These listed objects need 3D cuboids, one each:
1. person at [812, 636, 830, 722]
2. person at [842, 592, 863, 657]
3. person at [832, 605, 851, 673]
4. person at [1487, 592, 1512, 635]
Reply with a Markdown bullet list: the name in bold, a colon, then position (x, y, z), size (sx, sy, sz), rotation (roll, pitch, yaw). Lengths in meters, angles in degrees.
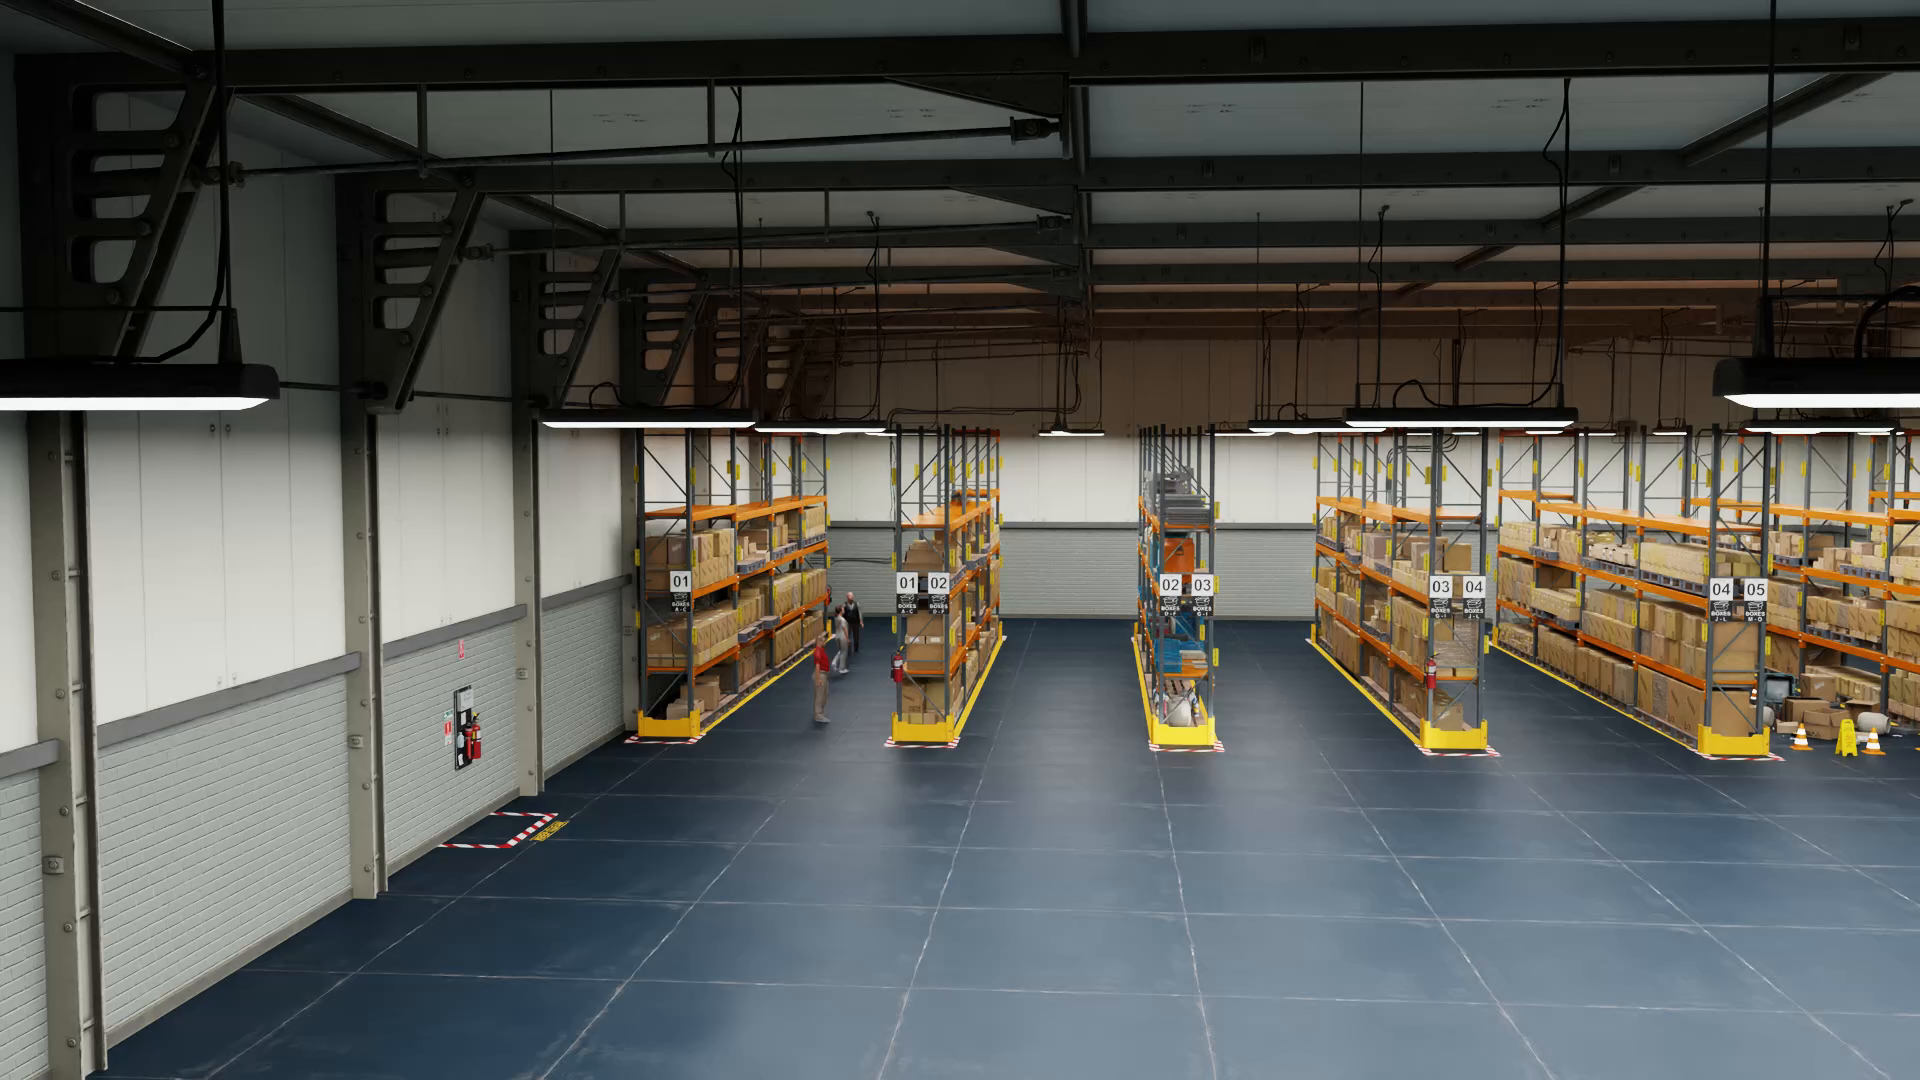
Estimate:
- **person**: position (-2.818, 2.840, 33.745), size (0.369, 1.793, 0.591), rotation (0, 3, 0)
- **person**: position (-2.874, 2.221, 43.934), size (0.660, 1.676, 1.066), rotation (0, 3, 0)
- **person**: position (-2.891, 2.413, 40.493), size (0.484, 1.661, 0.462), rotation (-3, 5, -44)
- **person**: position (15.779, 1.903, 48.385), size (0.553, 1.714, 1.045), rotation (3, 5, 45)
